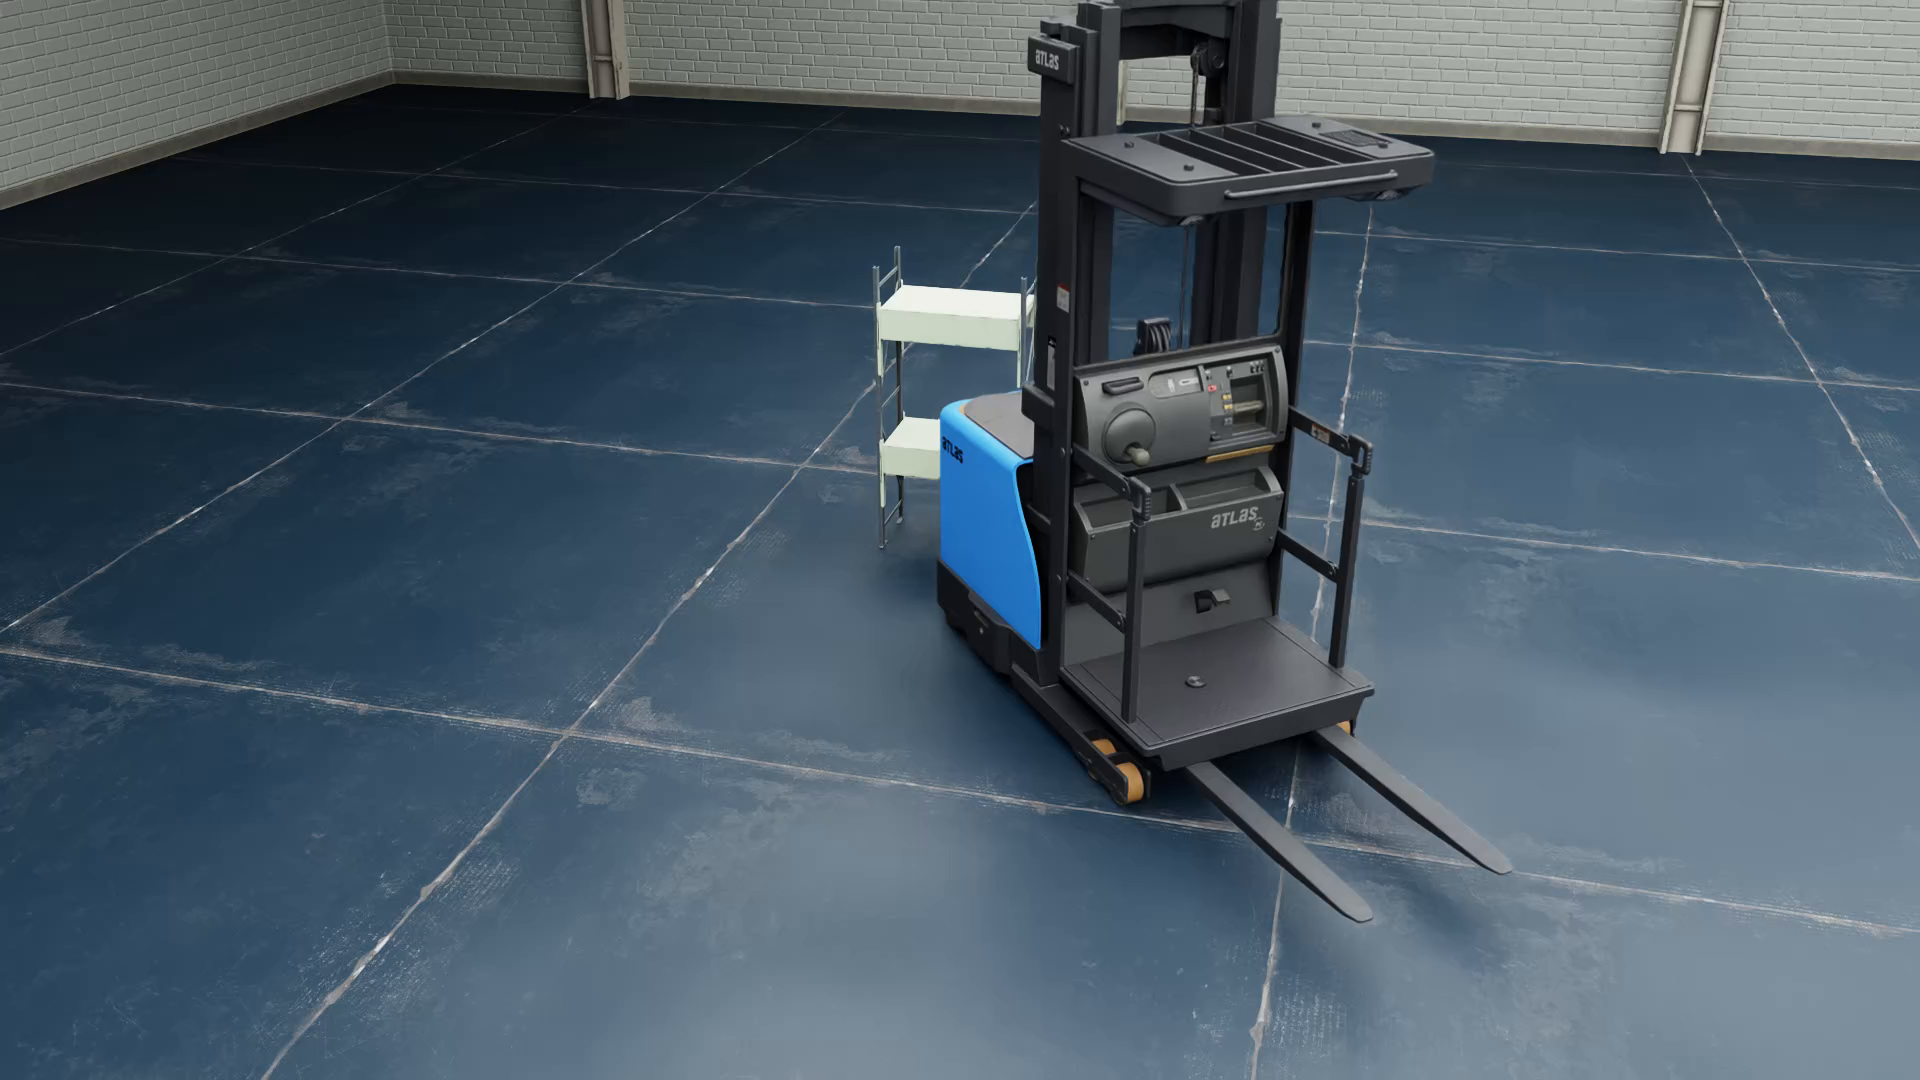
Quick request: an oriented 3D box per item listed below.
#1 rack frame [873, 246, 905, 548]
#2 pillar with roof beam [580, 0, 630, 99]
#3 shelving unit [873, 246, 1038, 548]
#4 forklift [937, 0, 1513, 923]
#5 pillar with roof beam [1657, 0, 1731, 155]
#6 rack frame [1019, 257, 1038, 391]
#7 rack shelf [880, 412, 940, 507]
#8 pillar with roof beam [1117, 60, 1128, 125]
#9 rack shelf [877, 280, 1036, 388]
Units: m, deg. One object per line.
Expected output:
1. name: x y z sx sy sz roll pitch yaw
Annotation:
1. rack frame: -0.361 -0.717 8.511 0.023 1.500 0.400 6 26 13
2. pillar with roof beam: -5.259 -7.582 14.206 0.400 9.000 9.100 6 26 13
3. shelving unit: -0.006 -0.678 8.429 0.755 1.500 0.431 6 26 13
4. forklift: 0.983 -0.495 6.379 1.130 2.935 3.031 -12 28 -23
5. pillar with roof beam: 6.363 -6.297 11.508 0.400 9.000 9.100 6 26 13
6. rack frame: 0.348 -0.639 8.347 0.023 1.500 0.400 6 26 13
7. rack shelf: -0.006 -0.384 8.569 0.720 0.370 0.431 6 26 13
8. pillar with roof beam: 0.552 -6.939 12.857 0.400 9.000 9.100 6 26 13
9. rack shelf: -0.006 -1.030 8.261 0.720 0.370 0.431 6 26 13
